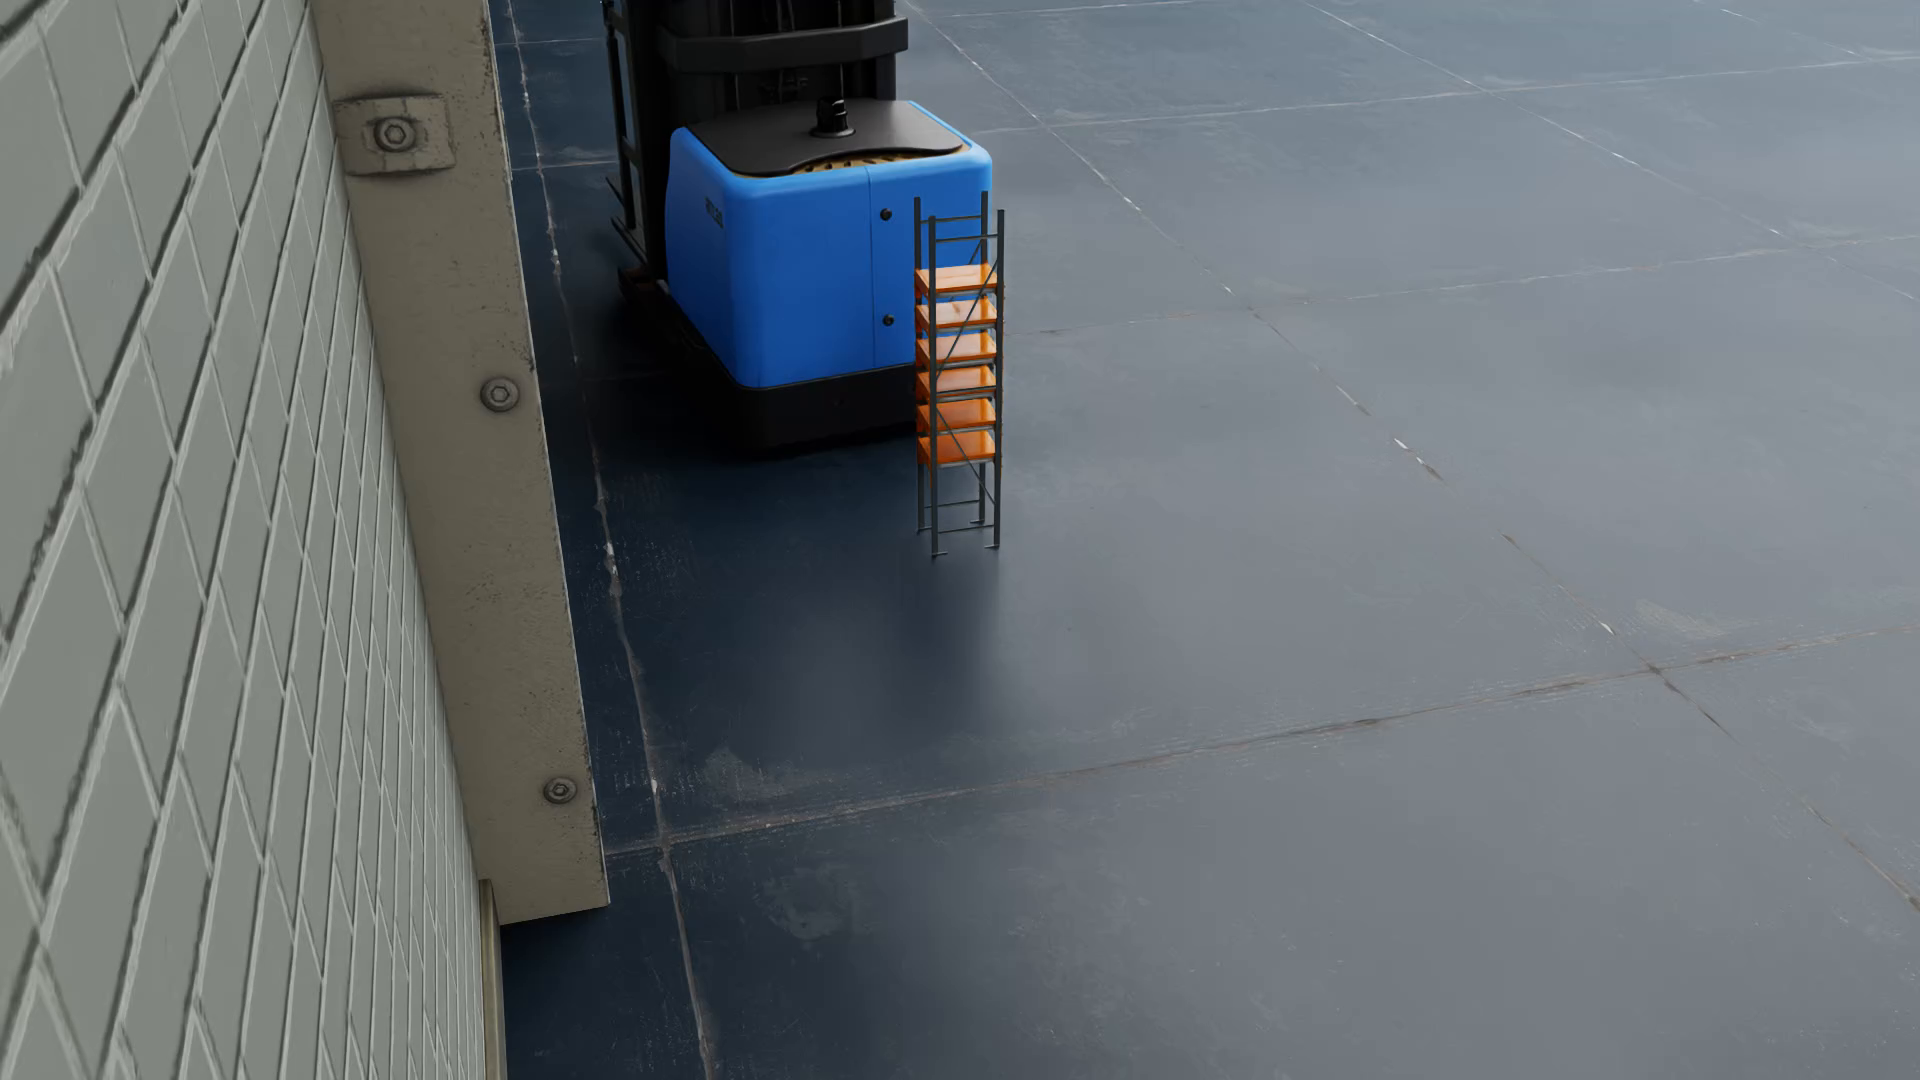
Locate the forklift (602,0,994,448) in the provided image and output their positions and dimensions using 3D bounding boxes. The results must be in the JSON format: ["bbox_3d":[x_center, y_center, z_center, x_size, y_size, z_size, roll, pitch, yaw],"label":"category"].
[{"bbox_3d":[-0.914,-2.333,6.854,1.130,2.935,3.031,-12,32,-20],"label":"forklift"}]

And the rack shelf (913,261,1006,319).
[{"bbox_3d":[-0.004,-0.799,5.303,0.258,0.103,0.180,-8,31,-13],"label":"rack shelf"}]

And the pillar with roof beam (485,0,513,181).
[{"bbox_3d":[1.480,-6.525,8.041,9.100,9.000,0.400,-8,31,-13],"label":"pillar with roof beam"}]

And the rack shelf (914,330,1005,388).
[{"bbox_3d":[-0.004,-0.592,5.424,0.258,0.103,0.180,-8,31,-13],"label":"rack shelf"}]

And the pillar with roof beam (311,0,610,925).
[{"bbox_3d":[3.072,-3.628,3.034,9.100,9.000,0.400,-8,31,-13],"label":"pillar with roof beam"}]

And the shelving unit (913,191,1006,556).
[{"bbox_3d":[-0.004,-0.526,5.462,0.258,1.200,0.189,-8,31,-13],"label":"shelving unit"}]

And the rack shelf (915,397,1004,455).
[{"bbox_3d":[-0.004,-0.384,5.544,0.258,0.103,0.180,-8,31,-13],"label":"rack shelf"}]

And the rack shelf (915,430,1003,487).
[{"bbox_3d":[-0.004,-0.280,5.604,0.258,0.103,0.180,-8,31,-13],"label":"rack shelf"}]

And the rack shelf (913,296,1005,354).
[{"bbox_3d":[-0.004,-0.696,5.364,0.258,0.103,0.180,-8,31,-13],"label":"rack shelf"}]

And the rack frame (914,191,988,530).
[{"bbox_3d":[-0.028,-0.570,5.538,0.240,1.200,0.006,-8,31,-13],"label":"rack frame"}]

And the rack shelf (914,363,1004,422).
[{"bbox_3d":[-0.004,-0.488,5.484,0.258,0.103,0.180,-8,31,-13],"label":"rack shelf"}]

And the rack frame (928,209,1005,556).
[{"bbox_3d":[0.020,-0.482,5.385,0.240,1.200,0.006,-8,31,-13],"label":"rack frame"}]
